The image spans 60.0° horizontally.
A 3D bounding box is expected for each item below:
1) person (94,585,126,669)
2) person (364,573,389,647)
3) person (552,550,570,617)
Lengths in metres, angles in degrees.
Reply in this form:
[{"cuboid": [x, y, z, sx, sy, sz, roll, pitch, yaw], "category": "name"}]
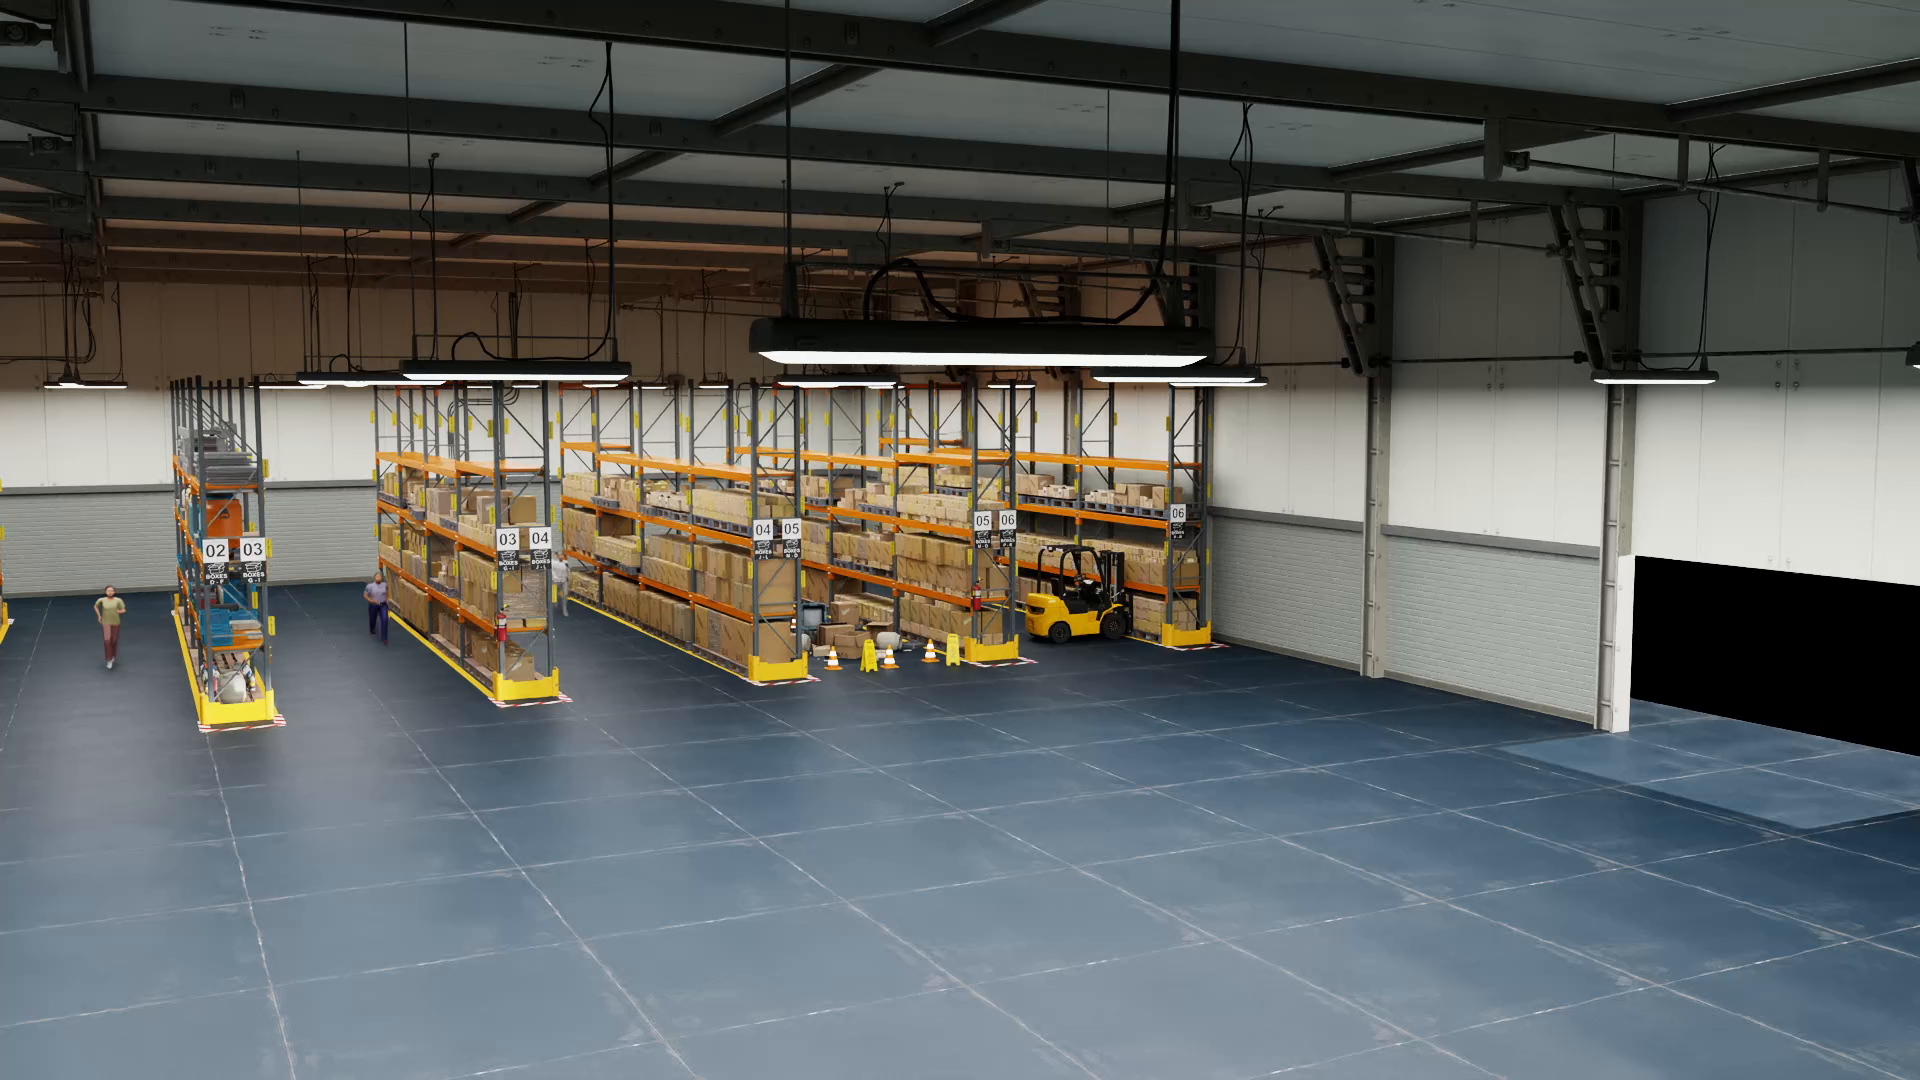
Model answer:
[{"cuboid": [-17.762, 1.798, 34.800, 0.562, 1.729, 0.755, -3, 6, -34], "category": "person"}, {"cuboid": [-13.276, 1.561, 37.881, 0.577, 1.653, 1.088, -2, 6, -26], "category": "person"}, {"cuboid": [-10.325, 1.088, 42.906, 0.586, 1.699, 1.074, -2, 6, -23], "category": "person"}]
